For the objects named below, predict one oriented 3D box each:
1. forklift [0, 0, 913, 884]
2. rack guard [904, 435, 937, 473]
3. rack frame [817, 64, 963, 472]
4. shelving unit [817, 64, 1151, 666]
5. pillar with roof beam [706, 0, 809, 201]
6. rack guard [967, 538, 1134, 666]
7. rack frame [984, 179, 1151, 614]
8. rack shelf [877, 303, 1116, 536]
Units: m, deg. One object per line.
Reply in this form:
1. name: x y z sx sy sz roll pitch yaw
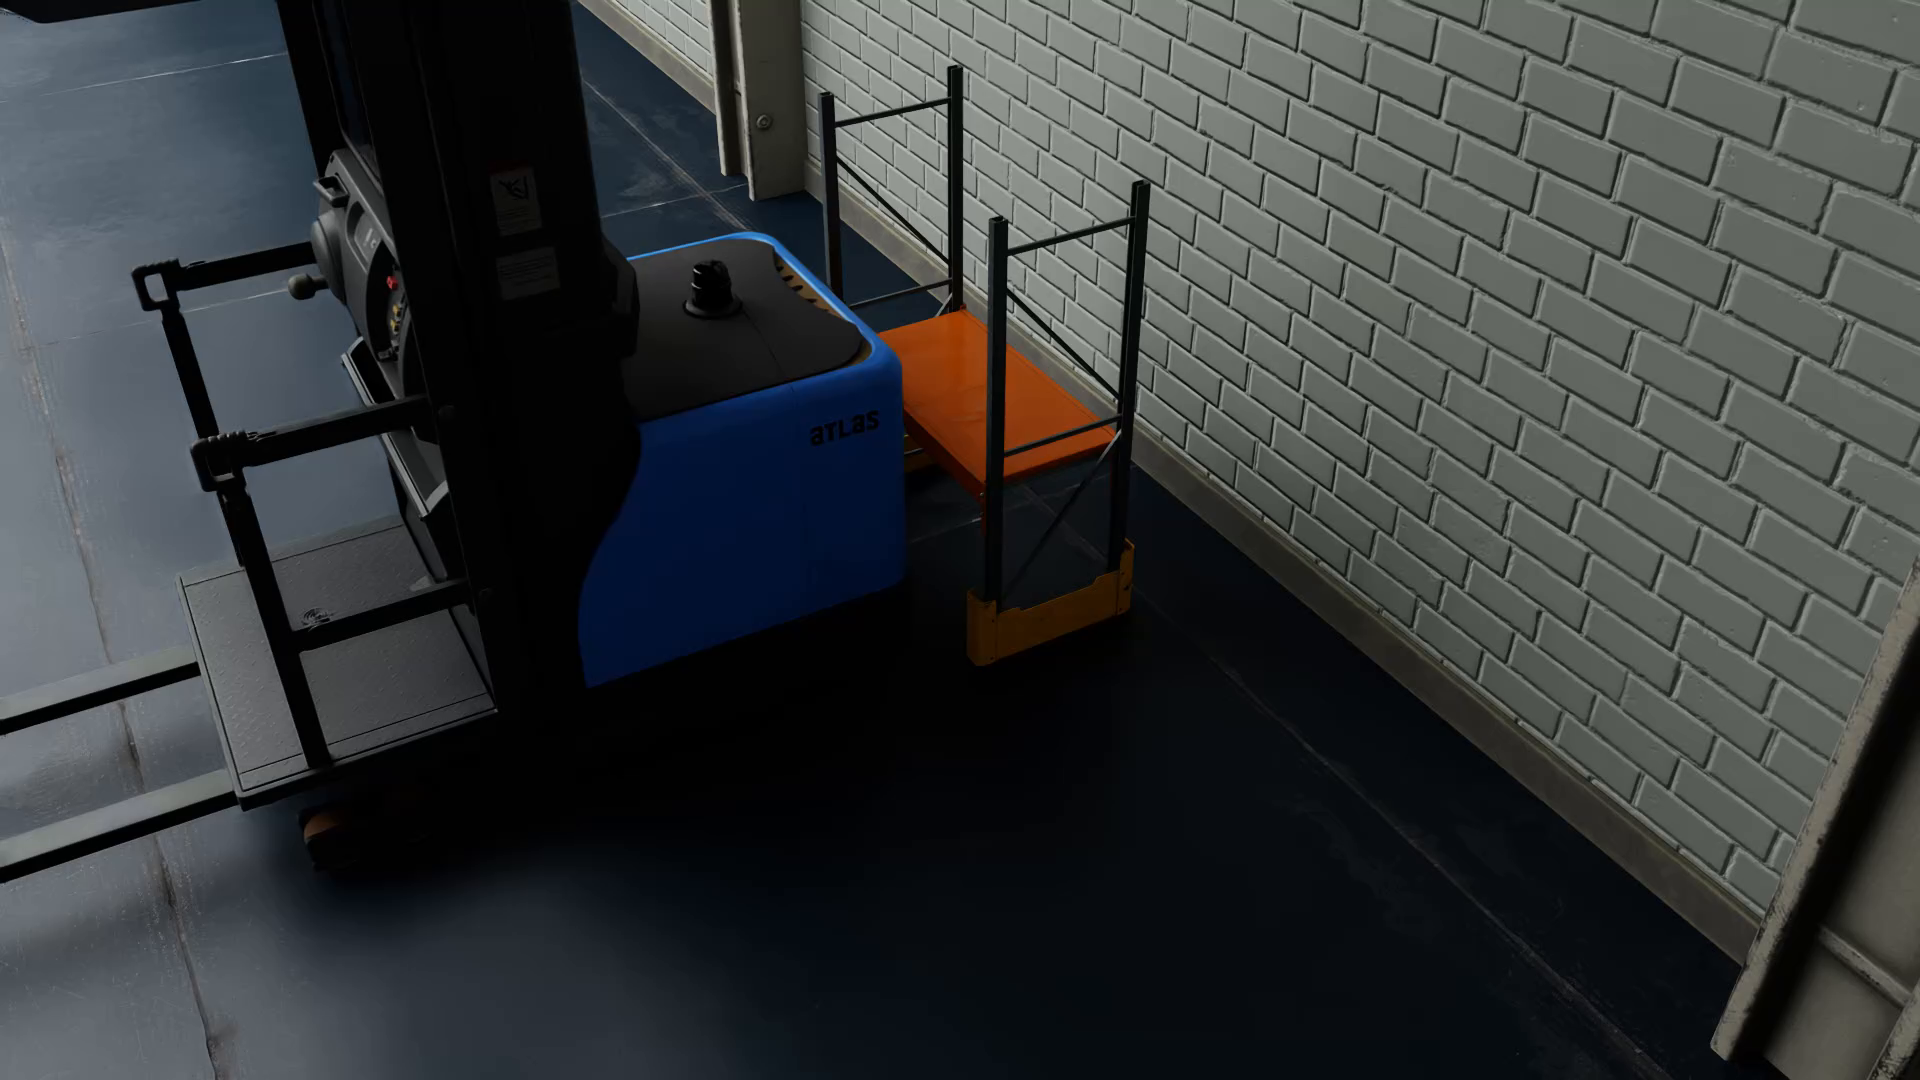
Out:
1. forklift: -1.688 -0.649 4.153 3.031 2.935 1.130 -18 40 -23
2. rack guard: -0.212 -0.316 5.971 0.587 0.250 0.087 -19 40 -24
3. rack frame: -0.213 -0.821 5.603 0.500 1.500 0.032 -19 40 -24
4. shelving unit: 0.038 -0.567 5.254 0.587 1.500 1.083 -19 40 -24
5. pillar with roof beam: -4.677 -4.129 3.774 9.100 9.000 0.400 -19 40 -24
6. rack guard: 0.288 0.192 5.275 0.587 0.250 0.087 -19 40 -24
7. rack frame: 0.298 -0.303 4.893 0.500 1.500 0.032 -19 40 -24
8. rack shelf: 0.043 -0.417 5.354 0.538 0.185 1.000 -19 40 -24
